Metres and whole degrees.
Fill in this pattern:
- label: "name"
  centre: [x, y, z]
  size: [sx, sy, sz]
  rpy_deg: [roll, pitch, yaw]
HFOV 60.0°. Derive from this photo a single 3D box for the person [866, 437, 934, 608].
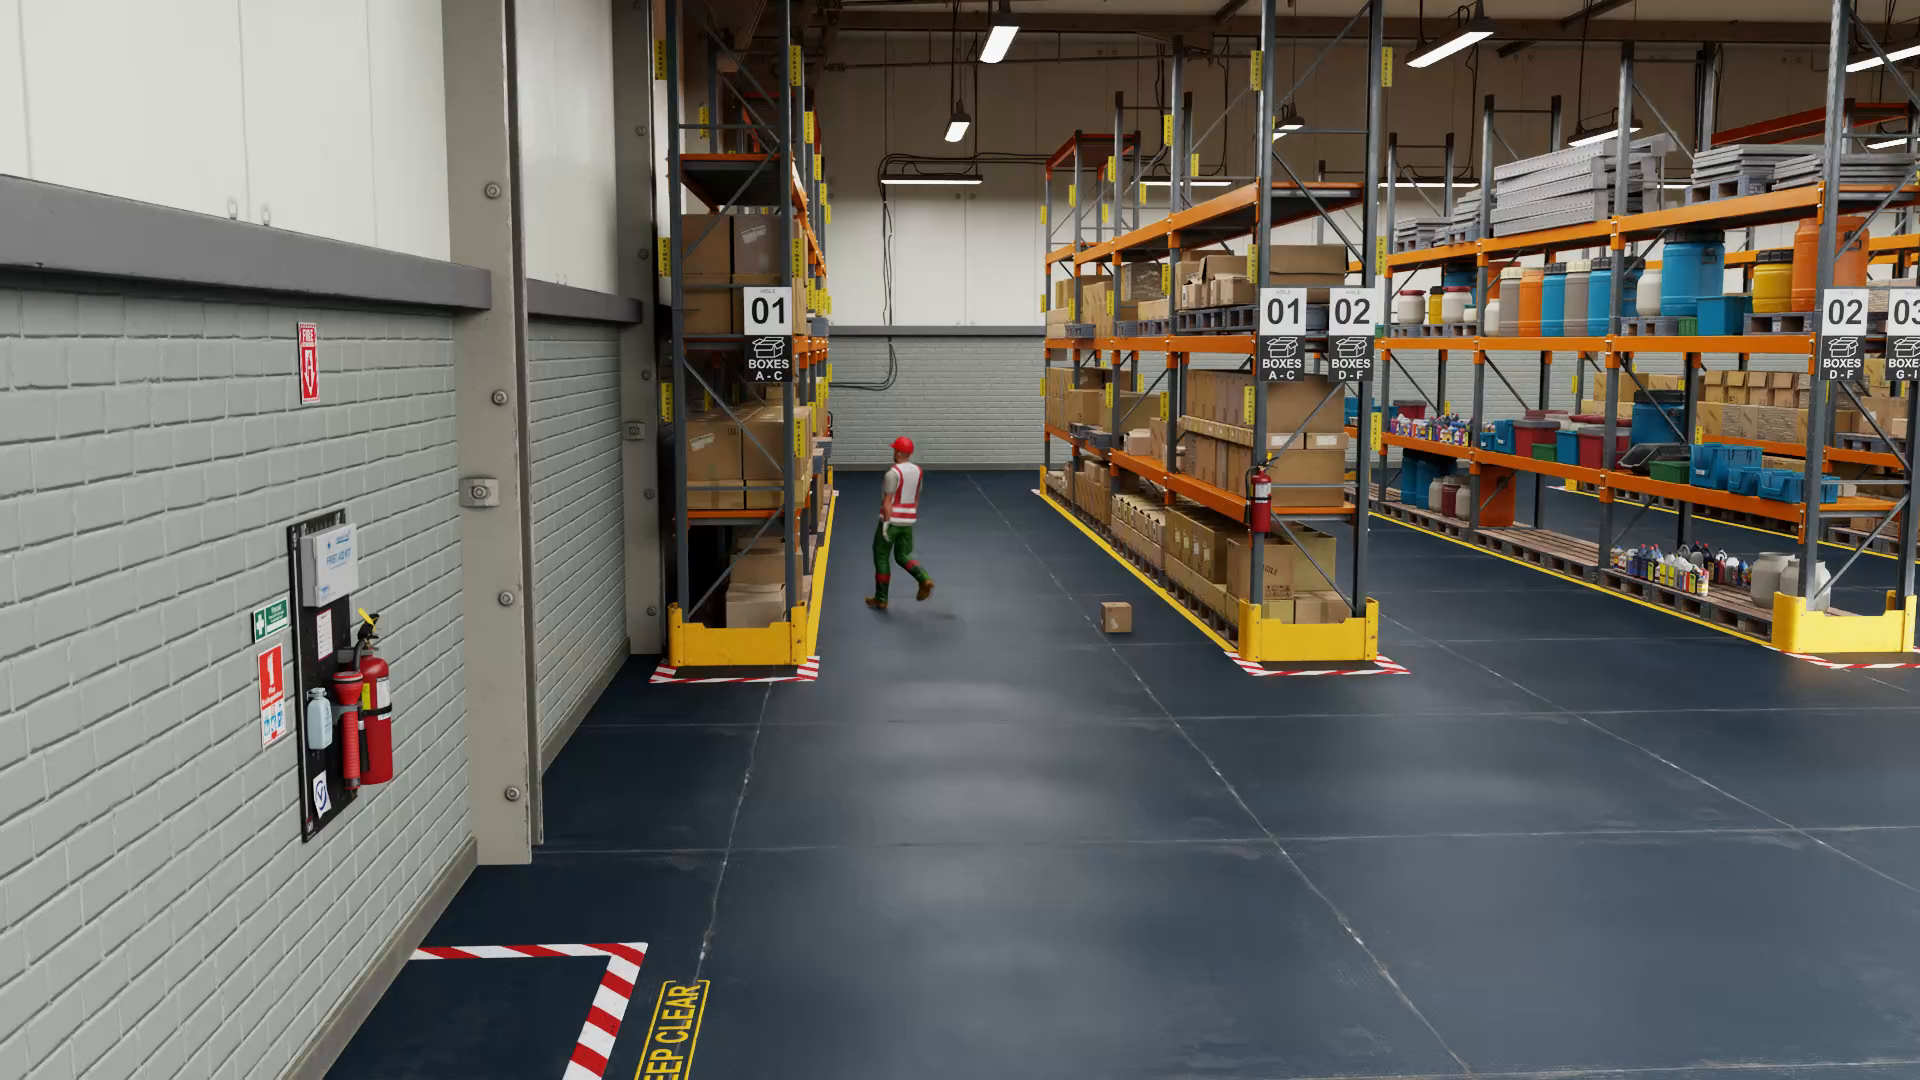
- label: "person"
  centre: [-0.621, -0.180, 17.122]
  size: [0.546, 1.769, 0.780]
  rpy_deg: [-7, 9, -44]
